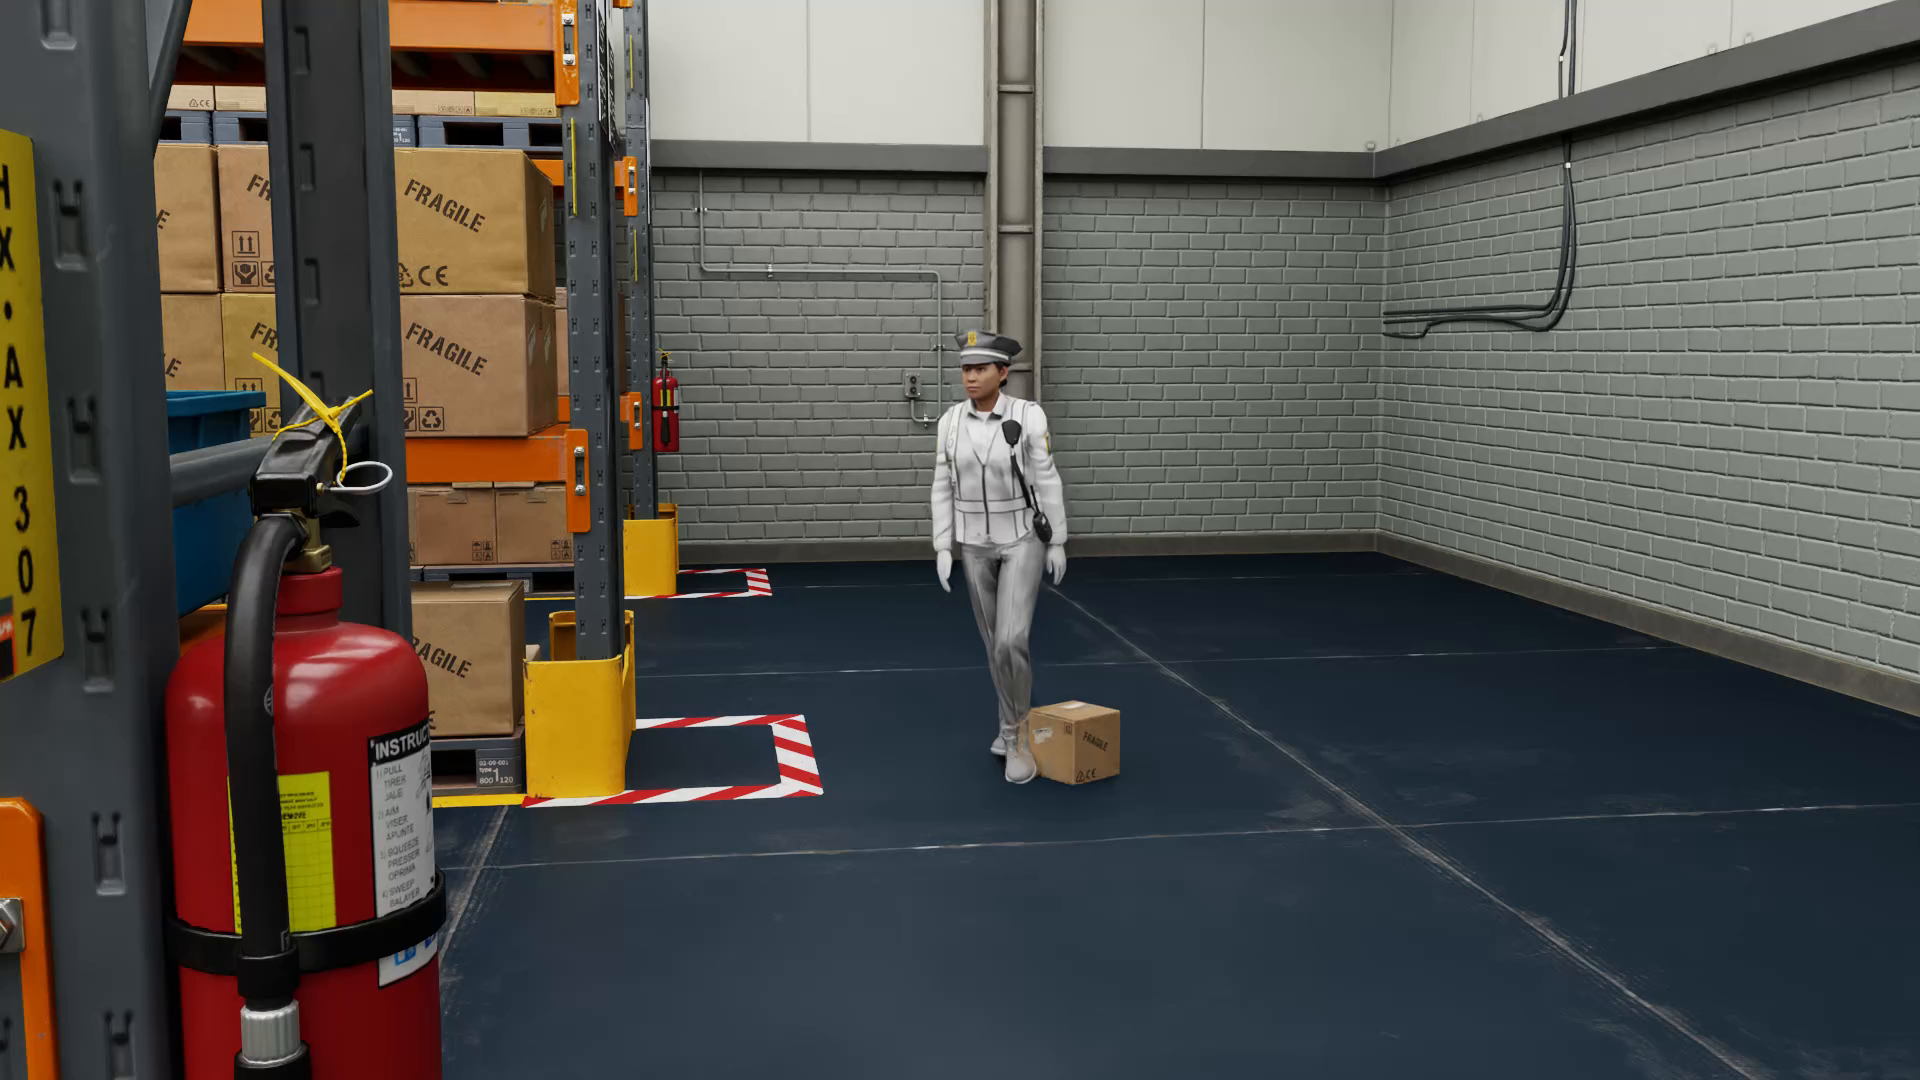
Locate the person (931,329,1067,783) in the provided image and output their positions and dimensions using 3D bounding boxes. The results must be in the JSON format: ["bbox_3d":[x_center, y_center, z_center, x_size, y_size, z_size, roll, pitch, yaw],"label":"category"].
[{"bbox_3d":[0.150,0.045,6.408,0.512,1.700,0.521,3,7,24],"label":"person"}]
